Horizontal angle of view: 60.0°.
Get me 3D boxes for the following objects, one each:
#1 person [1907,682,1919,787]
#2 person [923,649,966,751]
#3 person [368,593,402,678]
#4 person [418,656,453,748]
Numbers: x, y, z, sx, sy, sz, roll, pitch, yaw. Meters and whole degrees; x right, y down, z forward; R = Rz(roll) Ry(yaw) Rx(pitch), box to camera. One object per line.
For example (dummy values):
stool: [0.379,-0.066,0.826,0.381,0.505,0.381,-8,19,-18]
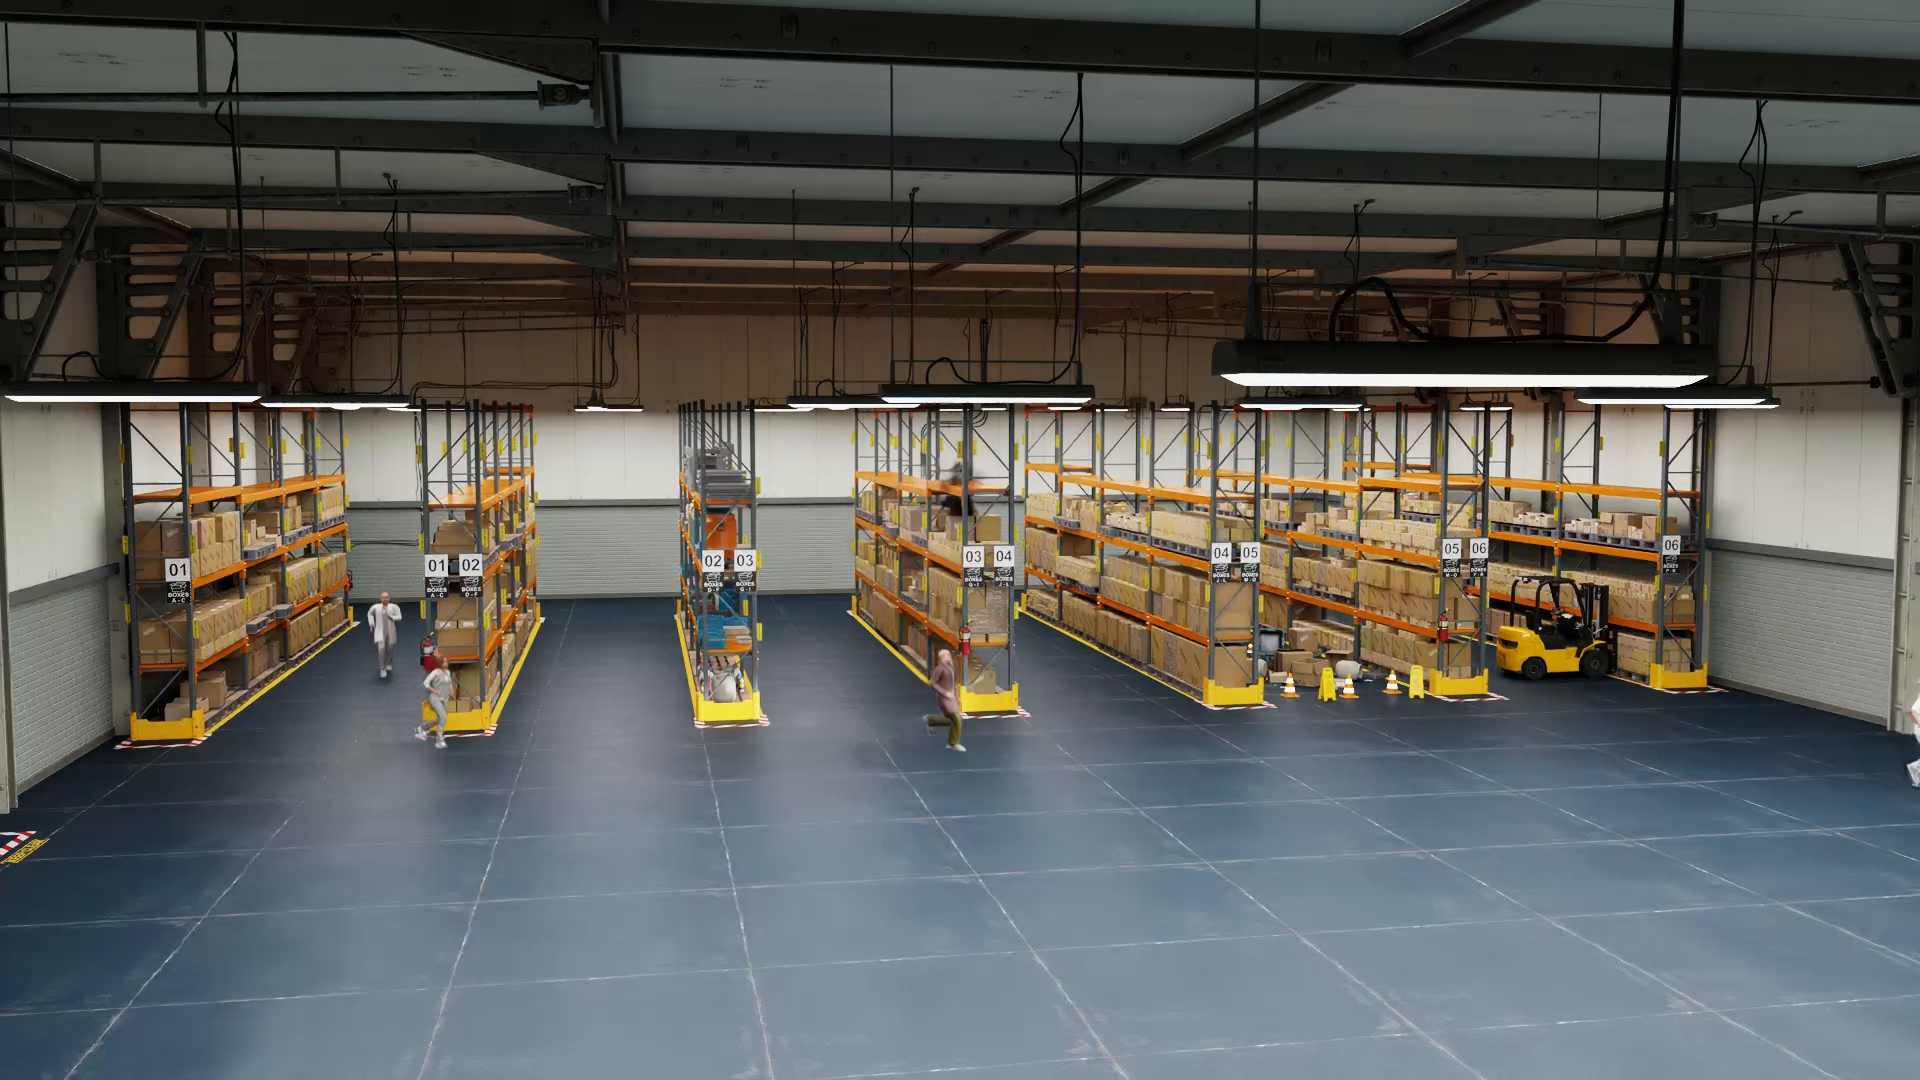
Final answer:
person: [14.818,2.940,25.372,0.591,1.740,0.658,3,5,33]
person: [-0.276,2.731,28.455,0.820,1.734,0.722,1,5,18]
person: [-12.626,2.056,36.550,0.687,1.808,0.990,-2,5,-23]
person: [-9.061,2.794,28.830,0.686,1.570,0.581,2,5,26]
